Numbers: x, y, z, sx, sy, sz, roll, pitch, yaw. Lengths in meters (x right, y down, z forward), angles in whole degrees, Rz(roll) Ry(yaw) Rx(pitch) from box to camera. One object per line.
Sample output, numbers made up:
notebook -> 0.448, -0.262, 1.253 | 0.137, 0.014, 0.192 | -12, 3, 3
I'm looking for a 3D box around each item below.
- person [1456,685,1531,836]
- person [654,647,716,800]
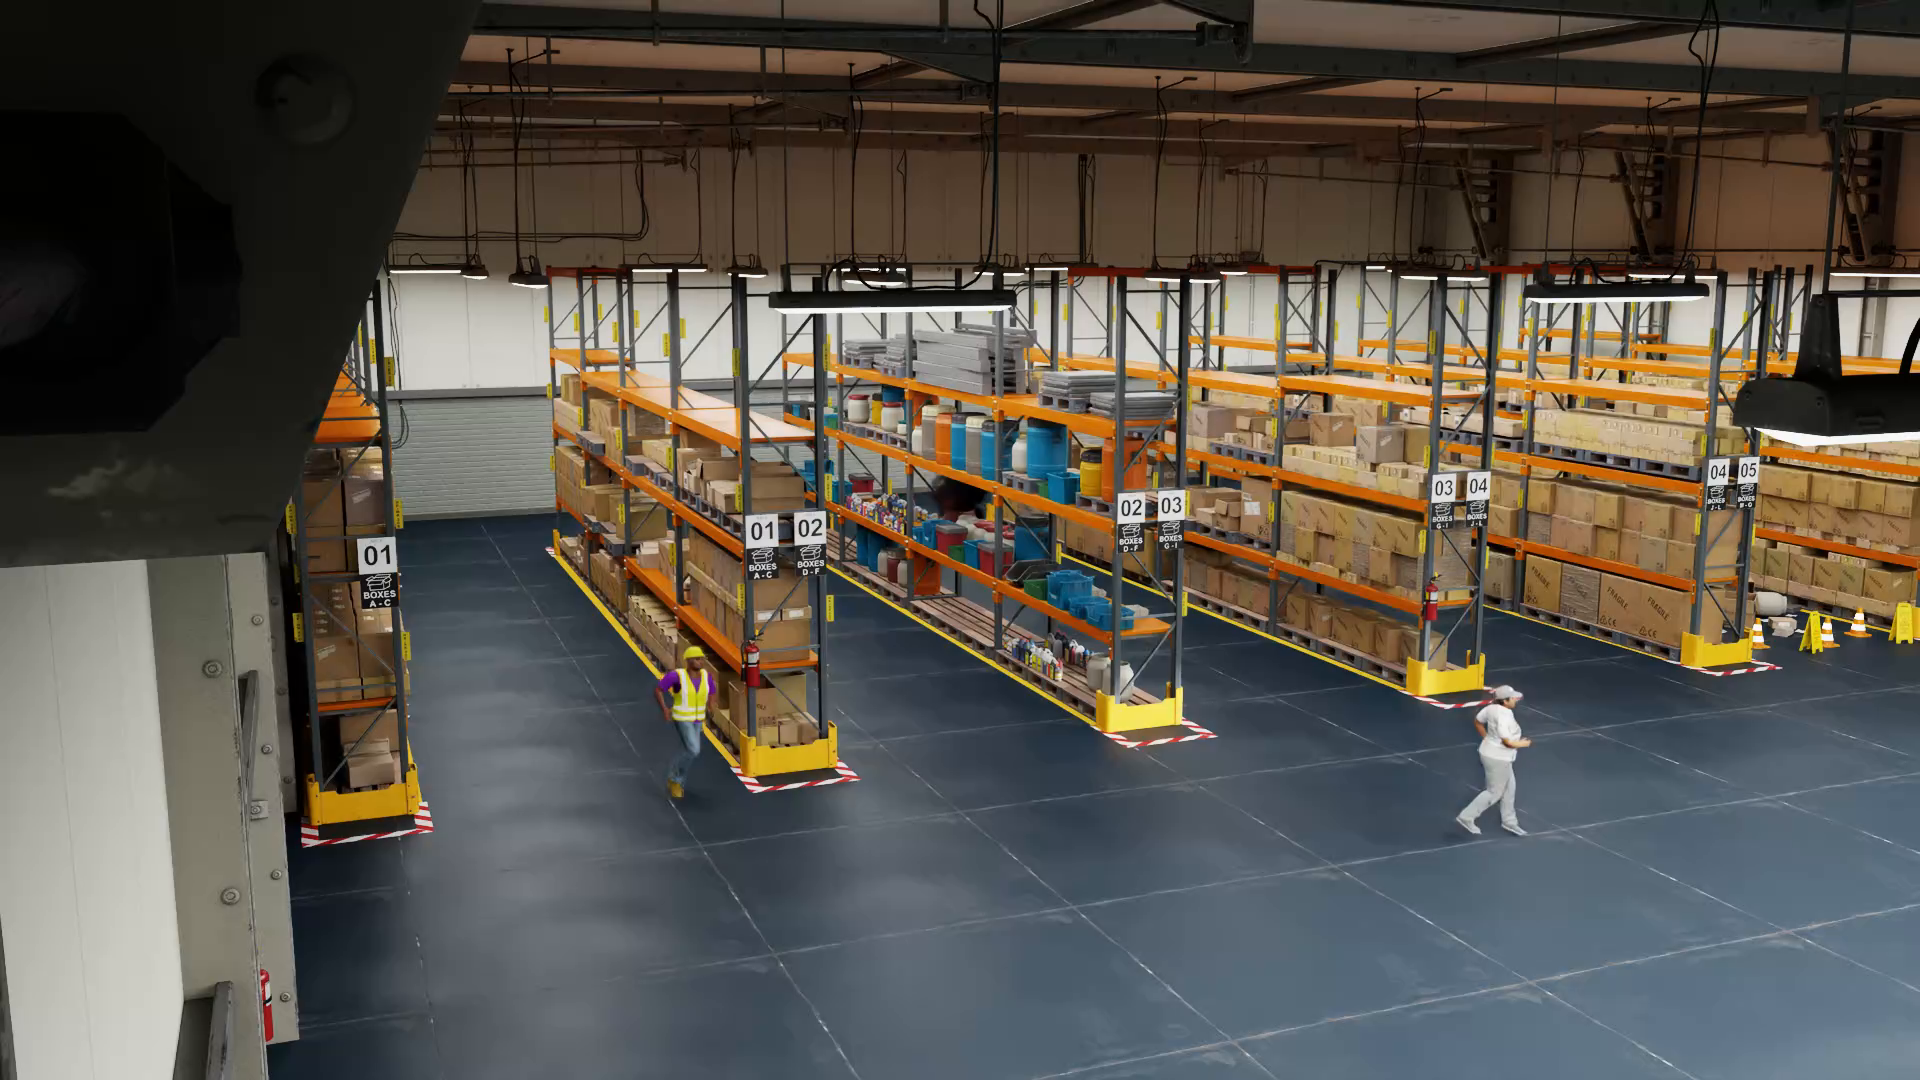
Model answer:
person -> 5.814, 2.413, 18.064 | 0.814, 1.712, 0.623 | 1, 10, 3
person -> -3.157, 2.121, 19.529 | 0.650, 1.754, 0.693 | 9, 13, 41
